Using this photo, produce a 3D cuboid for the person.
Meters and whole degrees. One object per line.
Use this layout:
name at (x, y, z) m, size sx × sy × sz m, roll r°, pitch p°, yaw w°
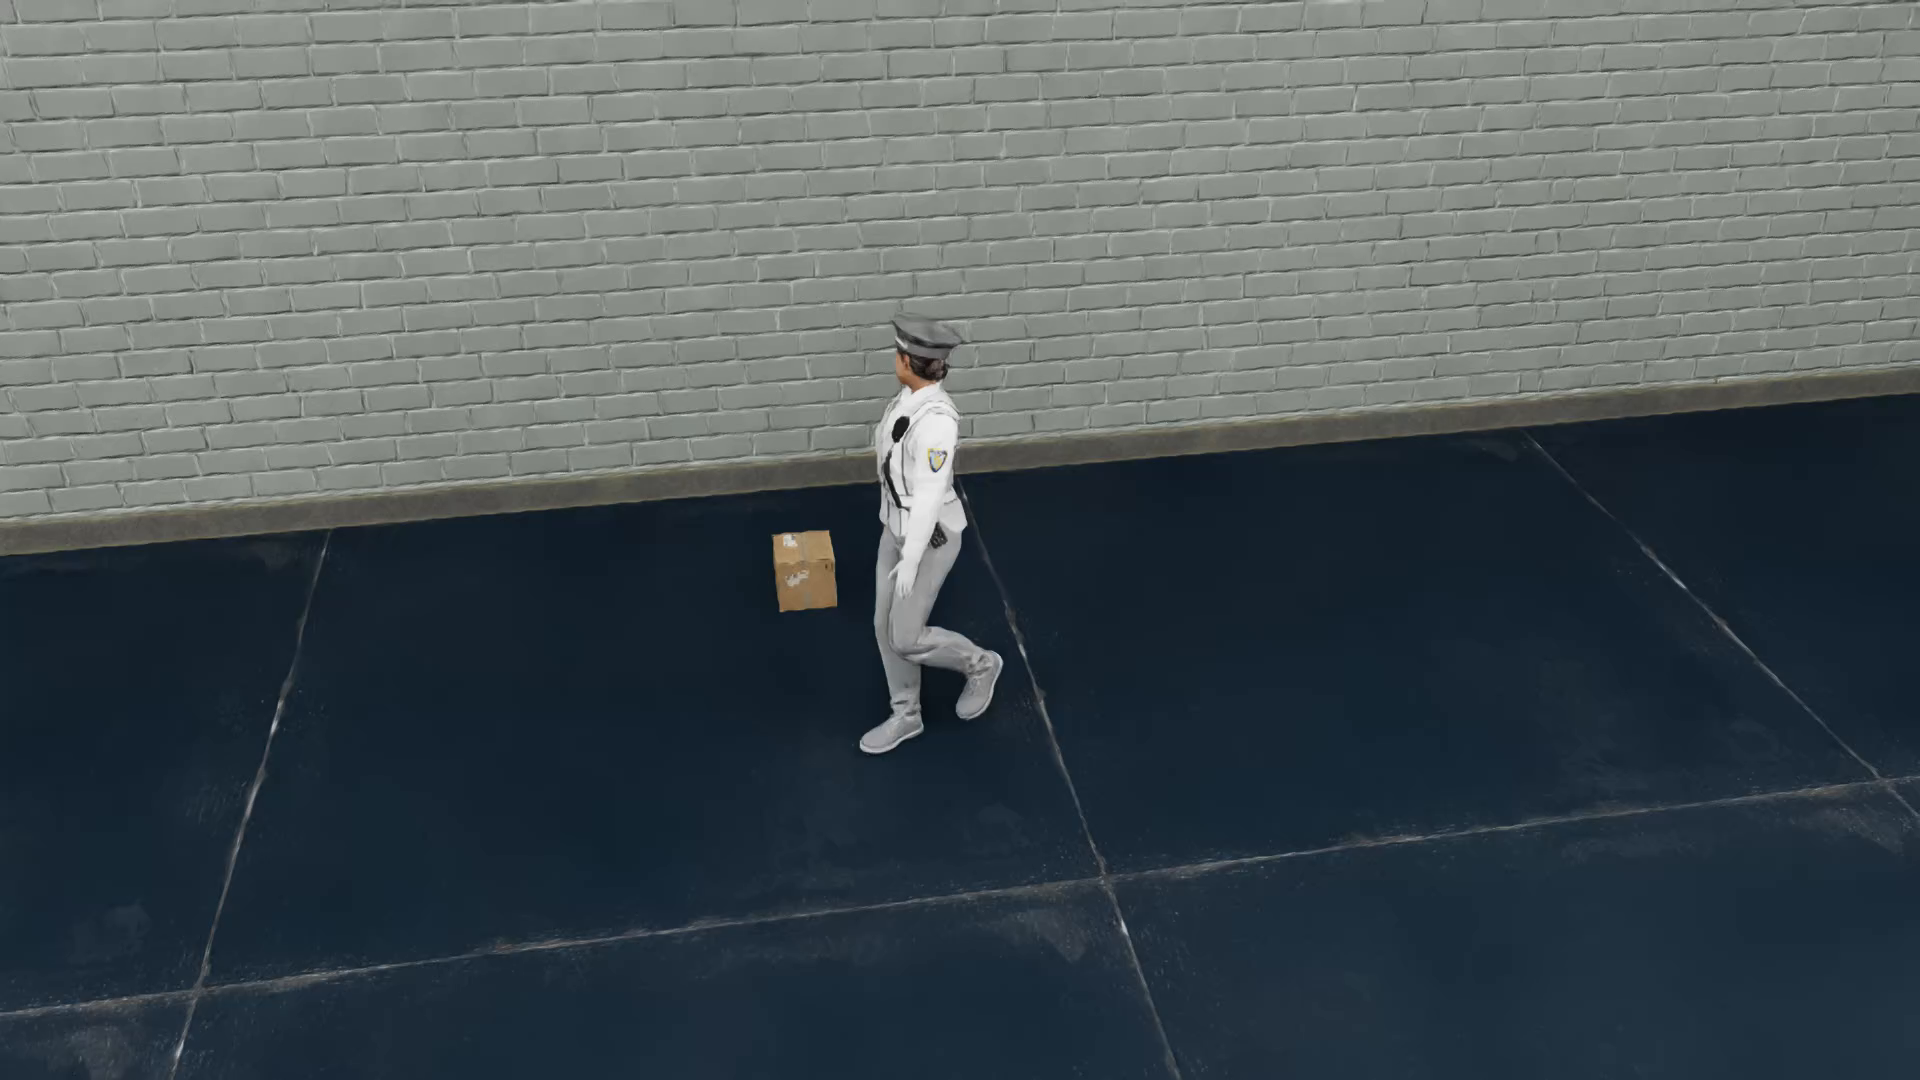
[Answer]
person at (-0.174, -0.023, 6.197) m, size 0.593 × 1.625 × 0.527 m, roll -12°, pitch 33°, yaw -18°
